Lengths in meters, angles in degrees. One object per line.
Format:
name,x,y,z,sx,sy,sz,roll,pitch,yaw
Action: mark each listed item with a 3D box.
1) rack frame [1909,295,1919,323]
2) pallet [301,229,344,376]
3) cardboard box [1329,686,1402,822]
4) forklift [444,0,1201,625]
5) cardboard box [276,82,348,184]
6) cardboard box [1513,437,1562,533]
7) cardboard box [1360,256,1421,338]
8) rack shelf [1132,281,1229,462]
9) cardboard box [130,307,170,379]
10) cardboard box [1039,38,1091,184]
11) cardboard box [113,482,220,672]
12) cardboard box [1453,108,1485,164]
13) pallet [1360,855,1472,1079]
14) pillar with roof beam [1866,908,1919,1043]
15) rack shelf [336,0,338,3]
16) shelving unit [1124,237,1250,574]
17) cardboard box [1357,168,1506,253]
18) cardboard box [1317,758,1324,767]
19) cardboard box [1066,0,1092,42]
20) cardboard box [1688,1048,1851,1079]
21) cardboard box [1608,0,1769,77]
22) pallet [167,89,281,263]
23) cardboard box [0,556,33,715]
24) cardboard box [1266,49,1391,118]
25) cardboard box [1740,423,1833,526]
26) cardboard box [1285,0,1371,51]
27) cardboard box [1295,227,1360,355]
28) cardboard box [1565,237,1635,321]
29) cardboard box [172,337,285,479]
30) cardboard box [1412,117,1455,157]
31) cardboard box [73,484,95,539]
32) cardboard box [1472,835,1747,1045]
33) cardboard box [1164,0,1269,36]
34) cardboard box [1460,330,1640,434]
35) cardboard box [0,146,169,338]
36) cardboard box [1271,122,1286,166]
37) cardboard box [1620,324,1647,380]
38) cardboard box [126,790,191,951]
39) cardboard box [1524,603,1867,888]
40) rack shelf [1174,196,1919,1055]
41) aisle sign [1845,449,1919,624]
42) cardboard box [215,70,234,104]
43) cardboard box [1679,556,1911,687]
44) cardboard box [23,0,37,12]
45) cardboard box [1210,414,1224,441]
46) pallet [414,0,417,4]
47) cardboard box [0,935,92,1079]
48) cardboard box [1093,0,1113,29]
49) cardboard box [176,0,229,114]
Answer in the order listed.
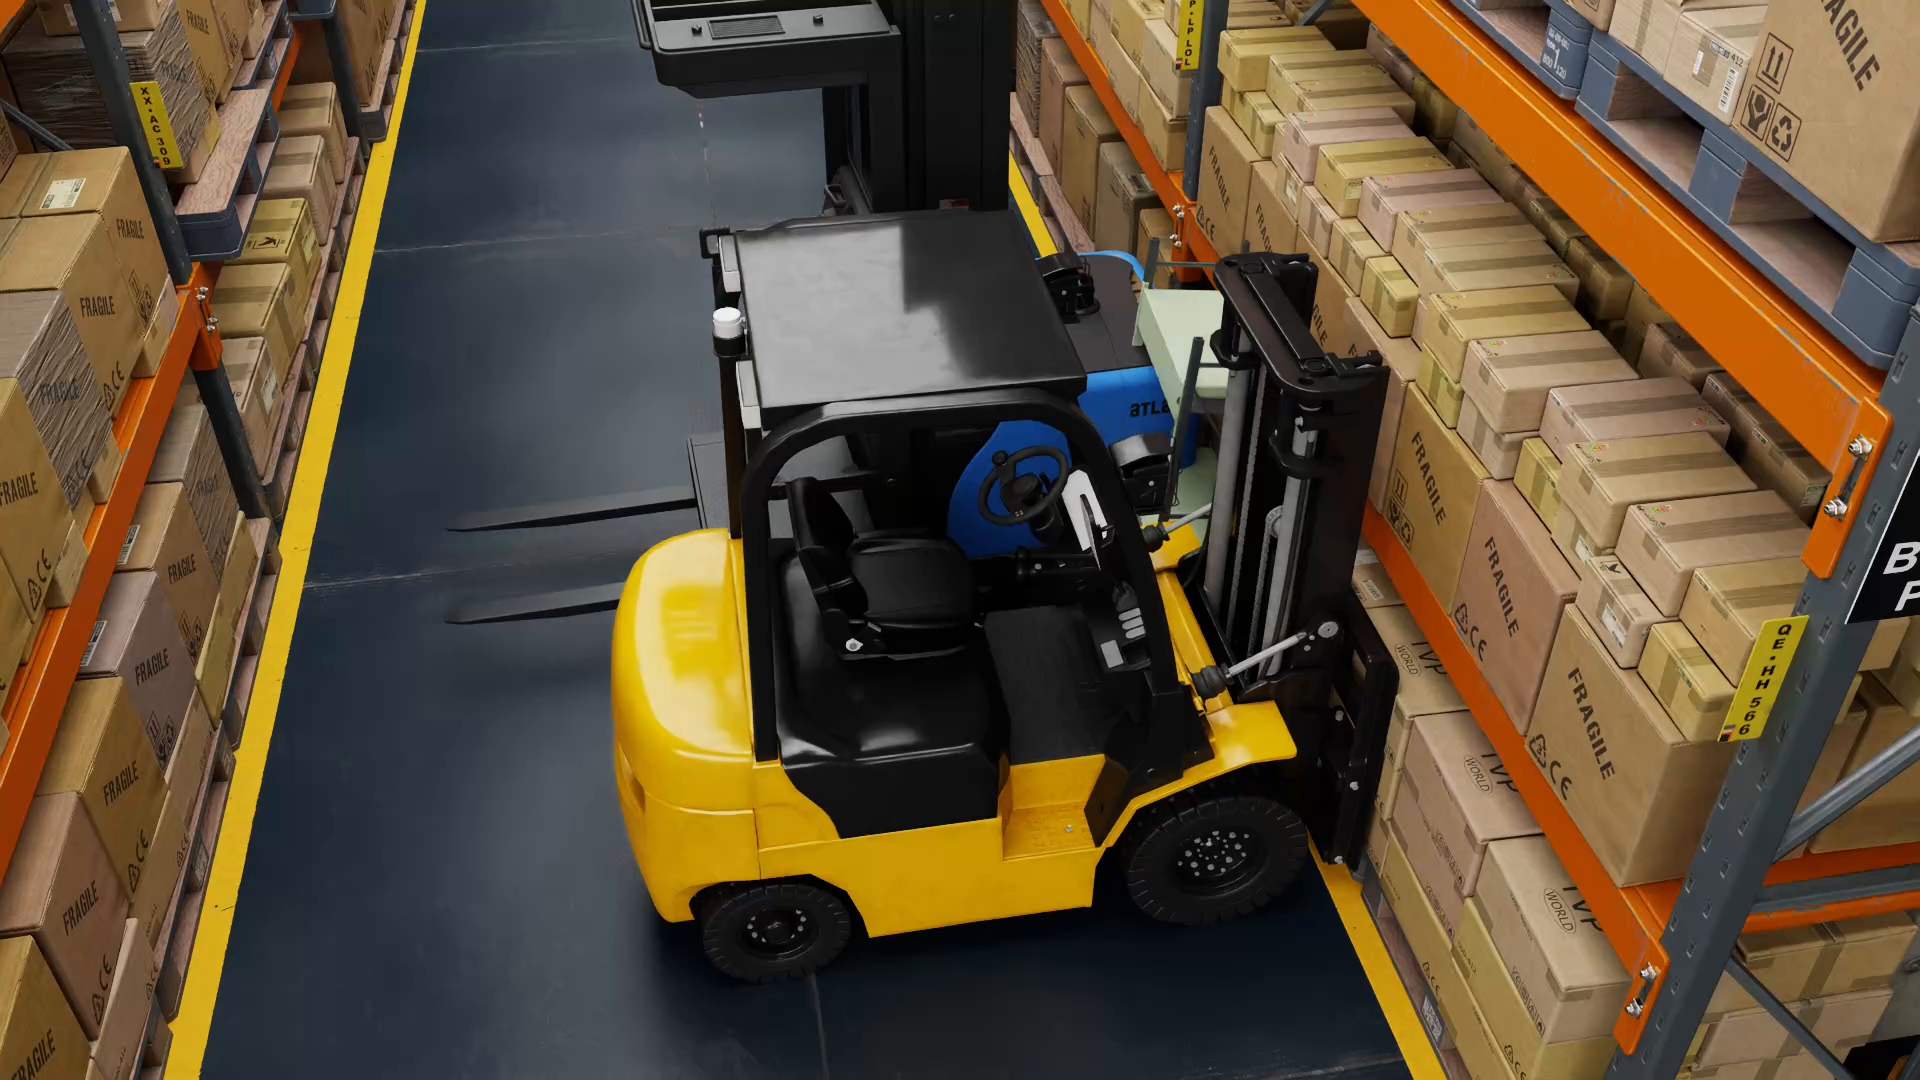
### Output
rack frame,2.135,-1.588,1.960,1.000,3.000,0.127,-6,38,-8
pallet,-3.808,-1.207,8.631,1.003,0.211,1.213,-6,38,-8
cardboard box,1.553,0.629,5.487,0.500,0.250,0.500,-7,38,-9
forklift,-0.609,-1.071,6.239,3.031,2.935,1.130,-8,39,-10
cardboard box,-4.064,-2.301,9.566,0.950,0.372,0.625,-9,39,-11
cardboard box,1.707,-0.160,4.400,0.380,0.149,0.250,-6,38,-8
cardboard box,1.482,-0.774,5.191,0.380,0.149,0.250,-7,38,-9
rack shelf,0.917,-0.615,6.141,0.431,0.370,0.720,0,37,-8
cardboard box,-3.045,-0.689,5.896,0.380,0.149,0.250,-5,38,-7
cardboard box,0.951,-2.507,9.626,0.875,0.625,0.625,-5,38,-6
cardboard box,-2.993,0.160,5.887,0.500,0.500,0.500,-6,38,-7
cardboard box,1.956,-1.429,5.792,0.380,0.149,0.250,-7,38,-9
pallet,1.960,1.424,5.244,1.003,0.211,1.213,-6,38,-8
pillar with roof beam,-1.338,-1.643,2.030,9.100,9.000,0.400,-6,38,-8
rack shelf,-4.504,-4.439,11.105,1.077,0.370,4.000,-6,38,-8
shelving unit,0.884,-0.303,6.374,0.431,1.500,0.755,0,37,-8
cardboard box,1.502,-1.054,5.310,0.380,0.149,0.250,-6,38,-8
cardboard box,1.472,0.535,6.015,0.500,0.250,0.500,-5,38,-7
cardboard box,0.839,-2.770,8.492,0.500,0.250,0.500,-5,38,-6
cardboard box,2.242,1.383,4.924,0.500,0.250,0.500,-6,38,-8
cardboard box,1.646,-1.177,3.561,0.396,0.266,0.258,-6,38,-8
pallet,-3.443,-1.501,6.893,1.003,0.211,1.213,-6,38,-8
cardboard box,-2.746,0.224,4.193,0.500,0.500,0.500,-7,38,-9
cardboard box,1.350,-1.678,6.112,0.380,0.149,0.250,-6,38,-7
cardboard box,2.214,-0.178,4.181,0.380,0.149,0.250,-6,38,-7
cardboard box,1.583,-2.166,6.983,0.380,0.149,0.250,-7,38,-9
cardboard box,1.452,-0.760,5.702,0.500,0.500,0.500,-7,38,-8
cardboard box,2.044,-0.796,4.976,0.380,0.149,0.250,-6,38,-8
cardboard box,-3.547,-0.544,7.305,0.950,0.372,0.625,-6,38,-7
cardboard box,1.859,-1.456,6.069,0.380,0.149,0.250,-5,38,-7
cardboard box,-2.899,-0.068,5.097,0.380,0.149,0.250,-7,38,-9
cardboard box,1.747,1.061,4.523,0.500,0.250,0.500,-5,38,-6
cardboard box,1.092,-2.267,7.113,0.380,0.149,0.250,-7,38,-9
cardboard box,1.593,-0.431,4.507,0.380,0.149,0.250,-5,38,-7
cardboard box,-3.130,-1.015,5.787,0.500,0.500,0.500,-7,38,-9
cardboard box,1.351,-1.400,5.996,0.380,0.149,0.250,-6,38,-8
cardboard box,2.175,-0.532,4.880,0.380,0.149,0.250,-5,38,-6
cardboard box,-2.810,1.082,5.311,0.500,0.250,0.500,-4,38,-5
cardboard box,1.790,0.472,4.116,0.500,0.500,0.500,-7,38,-9
rack shelf,1.784,-0.143,5.576,1.077,0.370,4.000,-6,38,-8
aisle sign,1.857,-0.175,2.911,0.394,0.787,0.004,-6,38,-8
cardboard box,-3.402,-2.008,7.252,0.380,0.149,0.250,-6,38,-7
cardboard box,1.865,0.174,3.729,0.380,0.149,0.250,-6,38,-8
cardboard box,-3.847,-1.976,6.682,0.500,0.500,0.500,-6,38,-8
cardboard box,1.289,-0.474,6.500,0.500,0.250,0.500,-6,38,-8
pallet,-4.645,-4.372,12.706,1.003,0.211,1.213,-6,38,-8
cardboard box,-2.625,1.409,4.279,0.500,0.500,0.500,-7,38,-9
cardboard box,0.915,-2.662,7.946,0.500,0.250,0.500,-6,38,-7
cardboard box,-3.341,-2.038,6.763,0.500,0.500,0.500,-6,38,-8
